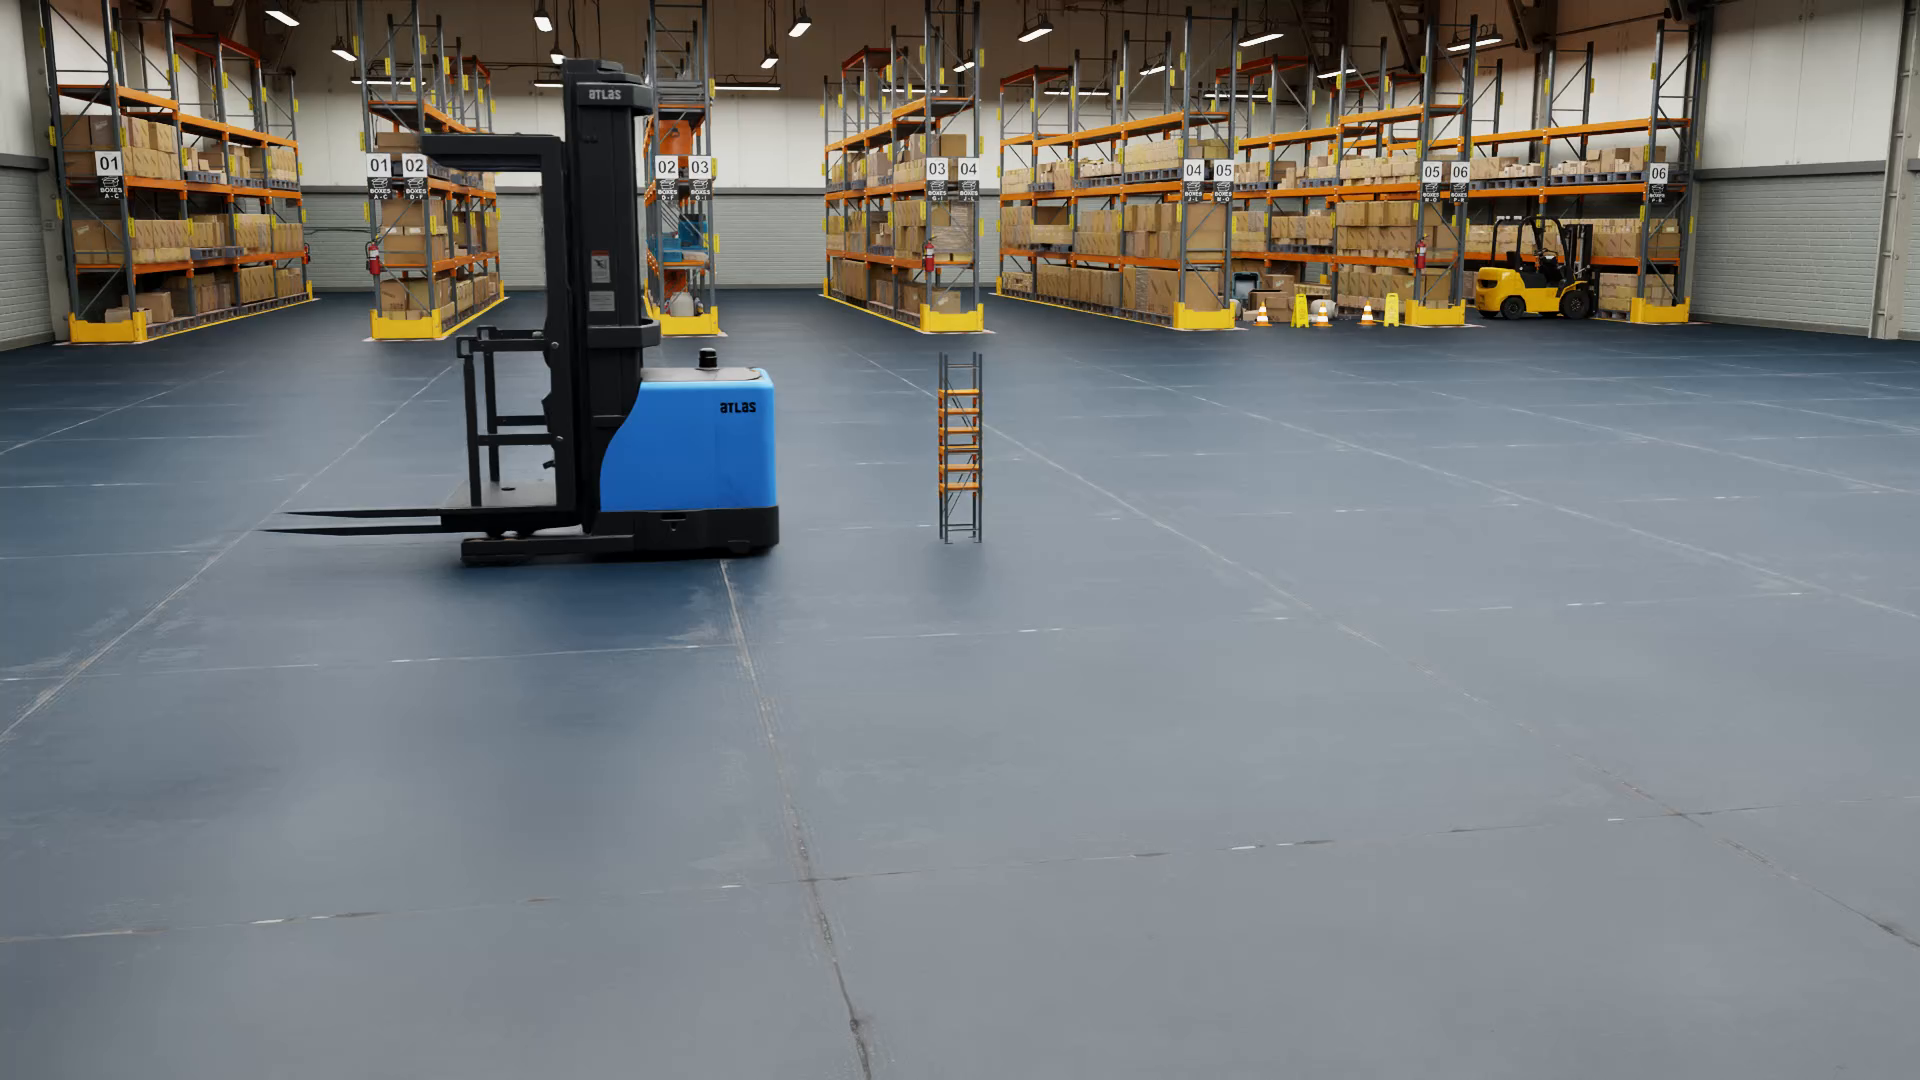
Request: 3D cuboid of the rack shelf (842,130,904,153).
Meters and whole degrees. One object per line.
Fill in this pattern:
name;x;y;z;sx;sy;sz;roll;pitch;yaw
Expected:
rack shelf;-2.085;-9.675;40.457;1.077;0.370;4.000;-2;11;-11

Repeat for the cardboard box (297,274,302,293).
cardboard box;-17.594;-6.692;43.394;0.700;0.500;0.500;-2;11;-11

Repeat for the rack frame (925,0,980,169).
rack frame;-0.140;-8.391;30.716;1.000;3.000;0.127;-2;11;-11

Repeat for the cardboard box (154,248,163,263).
cardboard box;-14.708;-5.129;29.970;0.500;0.250;0.500;-2;11;-12

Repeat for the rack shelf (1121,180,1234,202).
rack shelf;4.356;-7.093;33.841;1.077;0.370;4.000;-2;11;-11

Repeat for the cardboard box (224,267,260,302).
cardboard box;-16.451;-5.822;37.887;0.750;0.750;0.750;-2;11;-11

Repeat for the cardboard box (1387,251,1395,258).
cardboard box;9.032;-5.878;34.230;0.380;0.149;0.250;-2;11;-10

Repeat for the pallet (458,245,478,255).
pallet;-11.614;-6.579;37.754;1.213;0.211;1.003;-2;11;-11

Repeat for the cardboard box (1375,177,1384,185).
cardboard box;8.895;-7.490;34.675;0.380;0.149;0.250;-2;11;-12

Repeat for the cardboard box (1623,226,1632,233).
cardboard box;14.028;-6.453;34.573;0.380;0.149;0.250;-2;11;-10

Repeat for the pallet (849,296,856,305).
pallet;-2.250;-6.136;42.372;1.003;0.211;1.213;-2;11;-11

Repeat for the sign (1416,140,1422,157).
sign;9.033;-7.696;32.720;0.100;0.325;0.005;-2;11;-11

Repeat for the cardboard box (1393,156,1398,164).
cardboard box;9.106;-7.786;34.098;0.380;0.149;0.250;-2;11;-11

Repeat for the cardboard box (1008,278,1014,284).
cardboard box;1.559;-7.242;46.429;0.380;0.149;0.250;-2;11;-9

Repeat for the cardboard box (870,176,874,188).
cardboard box;-1.755;-8.122;37.723;0.500;0.250;0.500;-2;11;-10

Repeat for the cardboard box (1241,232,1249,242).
cardboard box;7.459;-7.710;42.247;0.500;0.250;0.500;-2;11;-12

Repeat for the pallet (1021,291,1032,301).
pallet;2.246;-6.559;44.591;1.003;0.211;1.213;-2;11;-11

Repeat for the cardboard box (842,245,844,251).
cardboard box;-2.854;-7.566;43.095;0.380;0.149;0.250;-2;11;-11

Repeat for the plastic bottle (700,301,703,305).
plastic bottle;-5.071;-4.532;32.572;0.061;0.283;0.133;-2;11;-10

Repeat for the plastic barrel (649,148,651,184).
plastic barrel;-6.342;-8.043;35.567;0.600;0.901;0.708;-2;11;-11

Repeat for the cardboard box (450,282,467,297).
cardboard box;-10.772;-5.316;35.334;0.500;0.311;0.500;-2;11;-9

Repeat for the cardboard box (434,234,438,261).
cardboard box;-10.240;-5.504;31.322;0.700;0.500;0.500;-2;11;-9

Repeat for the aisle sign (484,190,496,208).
aisle sign;-12.682;-9.320;44.687;0.394;0.787;0.004;-2;11;-11

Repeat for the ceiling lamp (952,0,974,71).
ceiling lamp;0.392;-13.407;41.456;0.800;3.185;2.000;-2;11;-11

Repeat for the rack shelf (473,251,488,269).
rack shelf;-11.803;-6.565;39.091;1.077;0.370;4.000;-2;11;-11

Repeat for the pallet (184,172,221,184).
pallet;-15.714;-7.326;33.643;1.213;0.211;1.003;-2;11;-11

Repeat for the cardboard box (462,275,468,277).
cardboard box;-12.581;-6.368;41.638;0.500;0.500;0.500;-2;11;-11

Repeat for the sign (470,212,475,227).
sign;-10.870;-7.141;37.097;0.100;0.325;0.005;-2;11;-11

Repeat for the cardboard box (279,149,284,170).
cardboard box;-17.121;-9.454;41.325;0.500;0.500;0.500;-2;11;-11

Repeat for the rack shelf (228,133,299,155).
rack shelf;-17.439;-9.869;41.472;1.077;0.370;4.000;-2;11;-11

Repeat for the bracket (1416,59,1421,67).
bracket;12.596;-12.973;45.163;0.235;0.232;0.430;-2;11;-11

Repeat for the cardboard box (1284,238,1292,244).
cardboard box;7.969;-7.132;39.694;0.380;0.149;0.250;-2;11;-11

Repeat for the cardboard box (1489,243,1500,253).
cardboard box;13.039;-7.007;39.890;0.500;0.250;0.500;-2;11;-9

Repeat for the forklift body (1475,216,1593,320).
forklift body;12.291;-5.850;35.680;2.313;2.155;1.214;-2;11;-11

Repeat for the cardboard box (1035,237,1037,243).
cardboard box;2.141;-7.704;42.699;0.380;0.149;0.250;-2;11;-11

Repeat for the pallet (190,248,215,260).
pallet;-15.500;-5.689;33.074;1.003;0.211;1.213;-2;11;-11

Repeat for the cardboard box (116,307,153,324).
cardboard box;-14.873;-4.034;29.881;0.500;0.311;0.500;-1;11;-6

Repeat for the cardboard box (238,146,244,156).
cardboard box;-17.008;-9.046;38.727;0.500;0.250;0.500;-1;11;-7

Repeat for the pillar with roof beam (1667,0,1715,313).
pillar with roof beam;10.975;-8.937;33.582;9.100;9.000;0.548;-2;11;-11

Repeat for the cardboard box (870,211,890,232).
cardboard box;-1.822;-7.588;39.590;0.797;0.503;0.637;-2;11;-9

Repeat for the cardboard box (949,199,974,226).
cardboard box;0.020;-6.241;31.728;0.500;0.500;0.500;-2;11;-11

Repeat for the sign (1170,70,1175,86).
sign;4.516;-9.839;35.401;0.100;0.325;0.005;-2;11;-11

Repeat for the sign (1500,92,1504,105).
sign;13.437;-10.957;41.277;0.100;0.325;0.005;-2;11;-11

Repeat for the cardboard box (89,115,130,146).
cardboard box;-14.553;-7.007;28.470;0.500;0.500;0.500;-3;11;-15

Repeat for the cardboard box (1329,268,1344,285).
cardboard box;11.363;-7.784;49.126;0.797;0.503;0.637;-3;11;-13

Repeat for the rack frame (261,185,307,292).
rack frame;-17.828;-7.838;43.855;1.000;3.000;0.127;-2;11;-11

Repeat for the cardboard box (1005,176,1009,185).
cardboard box;1.566;-10.000;46.256;0.500;0.250;0.500;-2;11;-12

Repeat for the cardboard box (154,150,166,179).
cardboard box;-14.923;-6.893;30.544;0.500;0.500;0.500;-3;11;-13

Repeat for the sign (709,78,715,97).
sign;-4.458;-8.128;29.890;0.100;0.325;0.005;-2;11;-11

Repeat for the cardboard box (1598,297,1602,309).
cardboard box;13.872;-5.099;35.697;0.500;0.250;0.500;-2;11;-10

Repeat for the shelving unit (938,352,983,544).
shelving unit;0.003;-0.587;10.570;0.258;1.200;0.189;-2;11;-11

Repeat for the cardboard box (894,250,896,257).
cardboard box;-1.171;-6.004;34.890;0.380;0.149;0.250;-2;11;-11

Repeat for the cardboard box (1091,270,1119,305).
cardboard box;3.574;-5.728;37.664;1.050;0.750;0.750;-2;11;-11

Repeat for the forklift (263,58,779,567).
forklift;-2.674;-1.386;10.137;3.031;2.935;1.130;-2;11;-9

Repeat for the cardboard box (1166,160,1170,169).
cardboard box;4.249;-7.353;32.567;0.380;0.149;0.250;-2;11;-10
